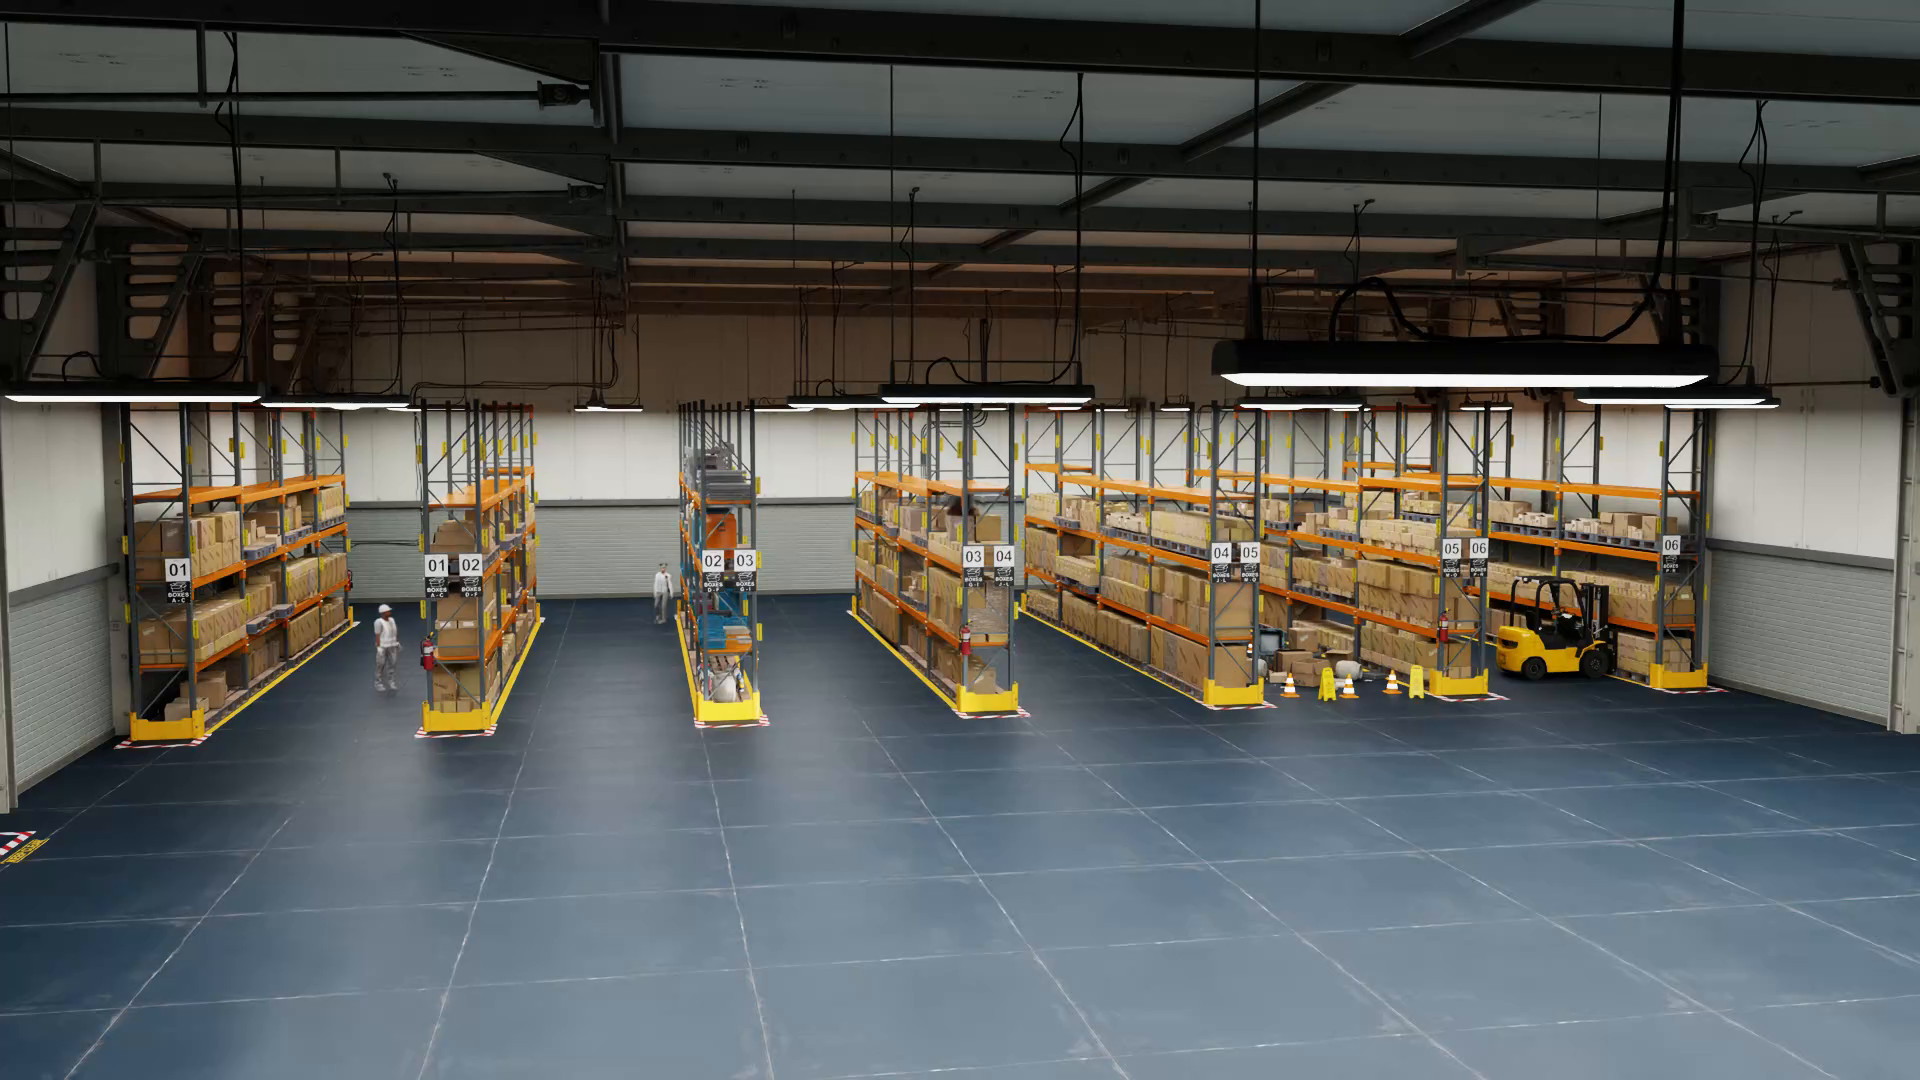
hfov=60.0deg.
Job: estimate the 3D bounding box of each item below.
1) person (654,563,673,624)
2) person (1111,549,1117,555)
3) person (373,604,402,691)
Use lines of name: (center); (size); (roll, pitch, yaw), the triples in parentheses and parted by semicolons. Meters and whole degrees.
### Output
person: (-8.155, 1.486, 45.604); (0.581, 1.731, 0.368); (1, 4, 15)
person: (4.531, 1.154, 49.524); (0.611, 1.794, 0.614); (-3, 5, -37)
person: (-11.882, 2.222, 34.481); (0.377, 1.795, 0.614); (3, 5, 33)
